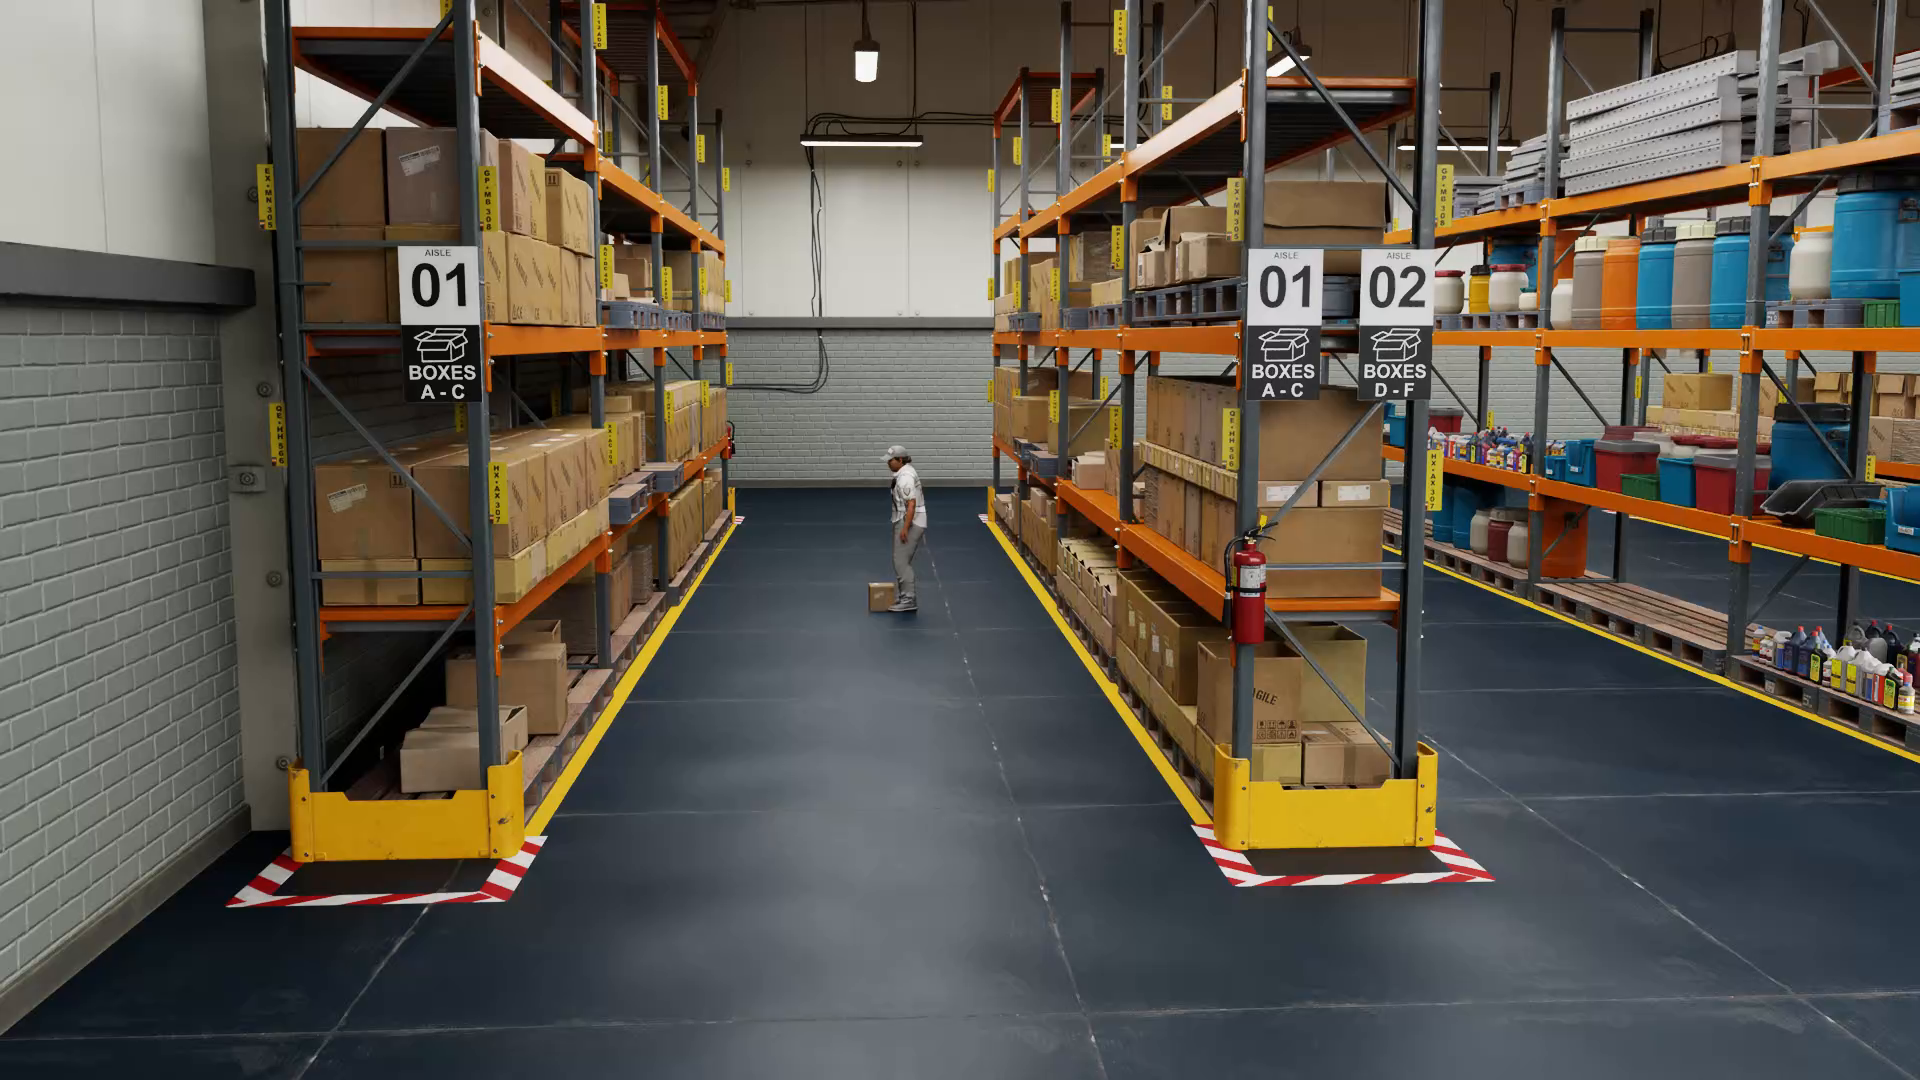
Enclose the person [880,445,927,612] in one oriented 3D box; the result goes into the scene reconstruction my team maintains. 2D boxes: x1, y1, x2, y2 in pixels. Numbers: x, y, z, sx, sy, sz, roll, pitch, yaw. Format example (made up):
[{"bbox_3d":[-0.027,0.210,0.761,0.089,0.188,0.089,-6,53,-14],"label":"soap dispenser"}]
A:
[{"bbox_3d":[-0.577,-0.128,16.773,0.471,1.665,0.562,-1,7,-7],"label":"person"}]
